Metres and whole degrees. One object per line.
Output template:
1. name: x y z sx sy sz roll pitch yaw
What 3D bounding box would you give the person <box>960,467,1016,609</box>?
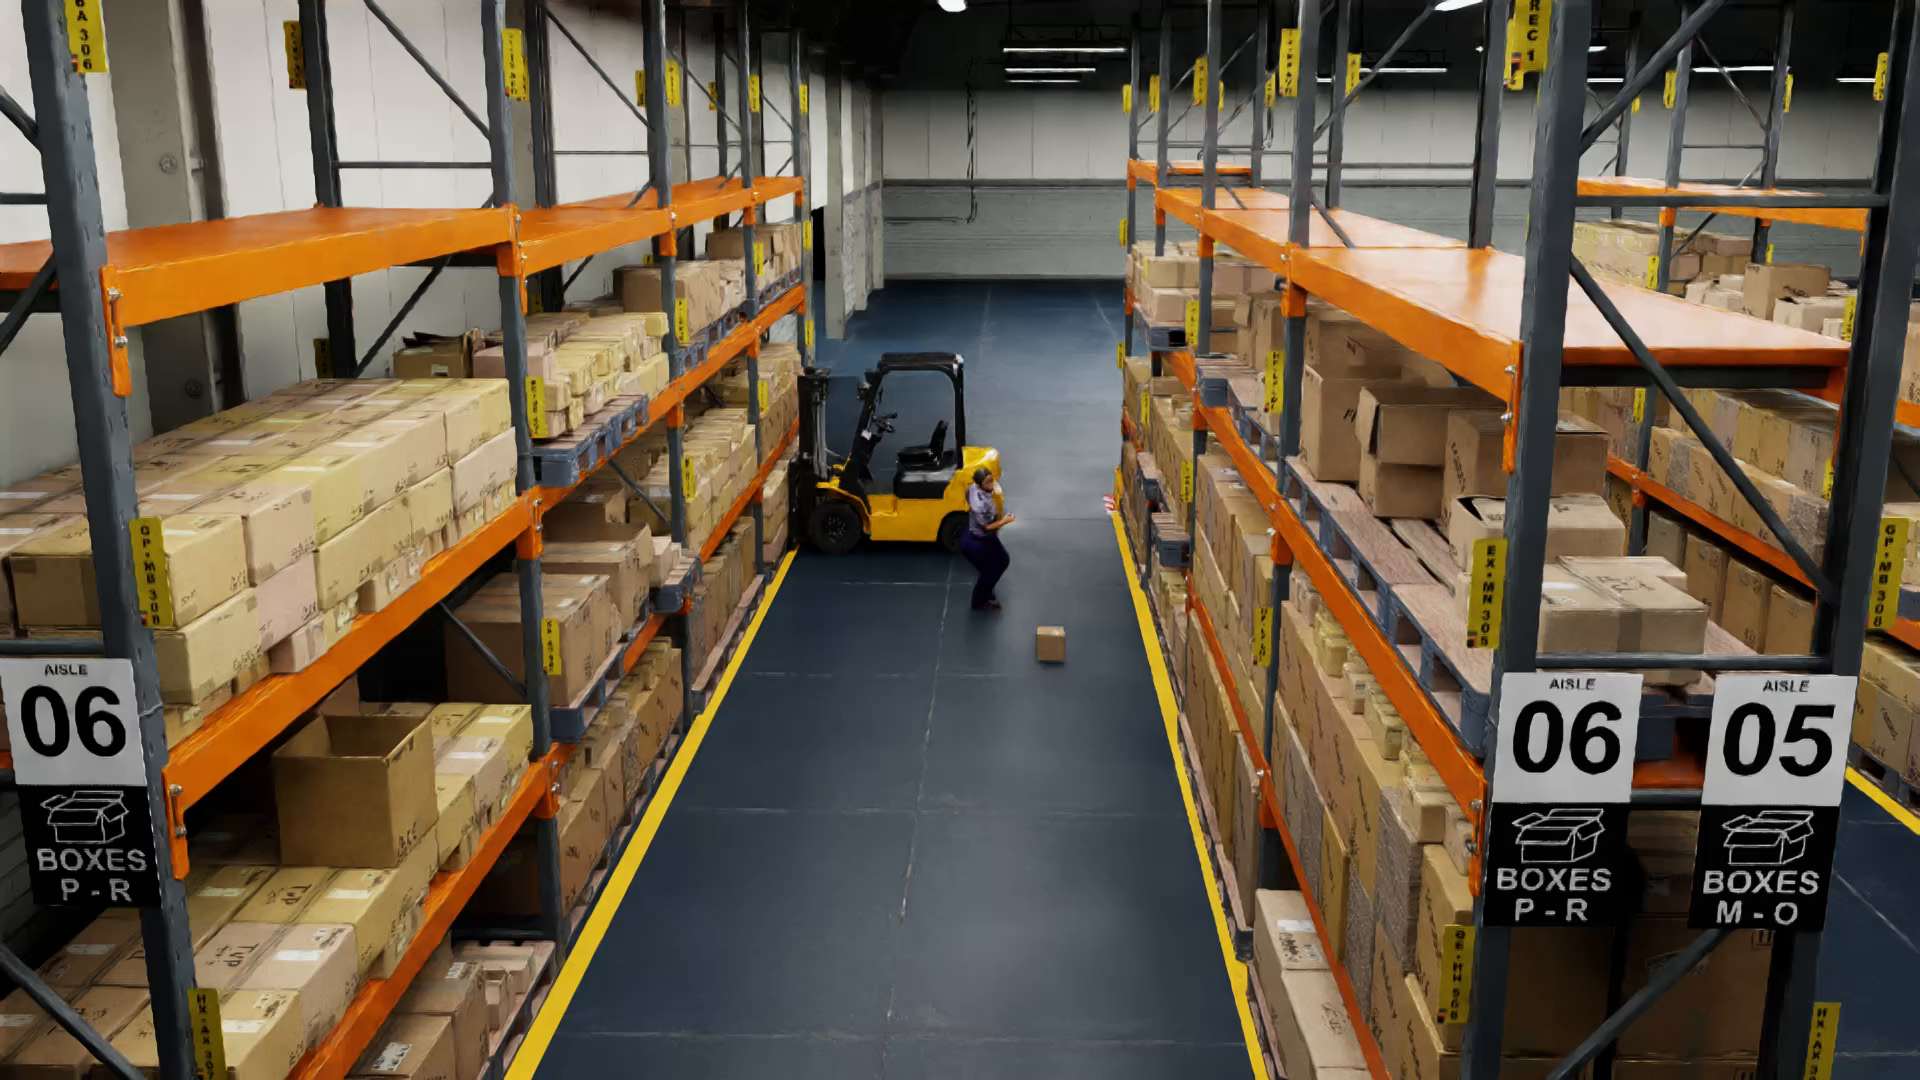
1. person: 0.283 -0.019 16.353 0.541 1.515 0.892 1 14 4
